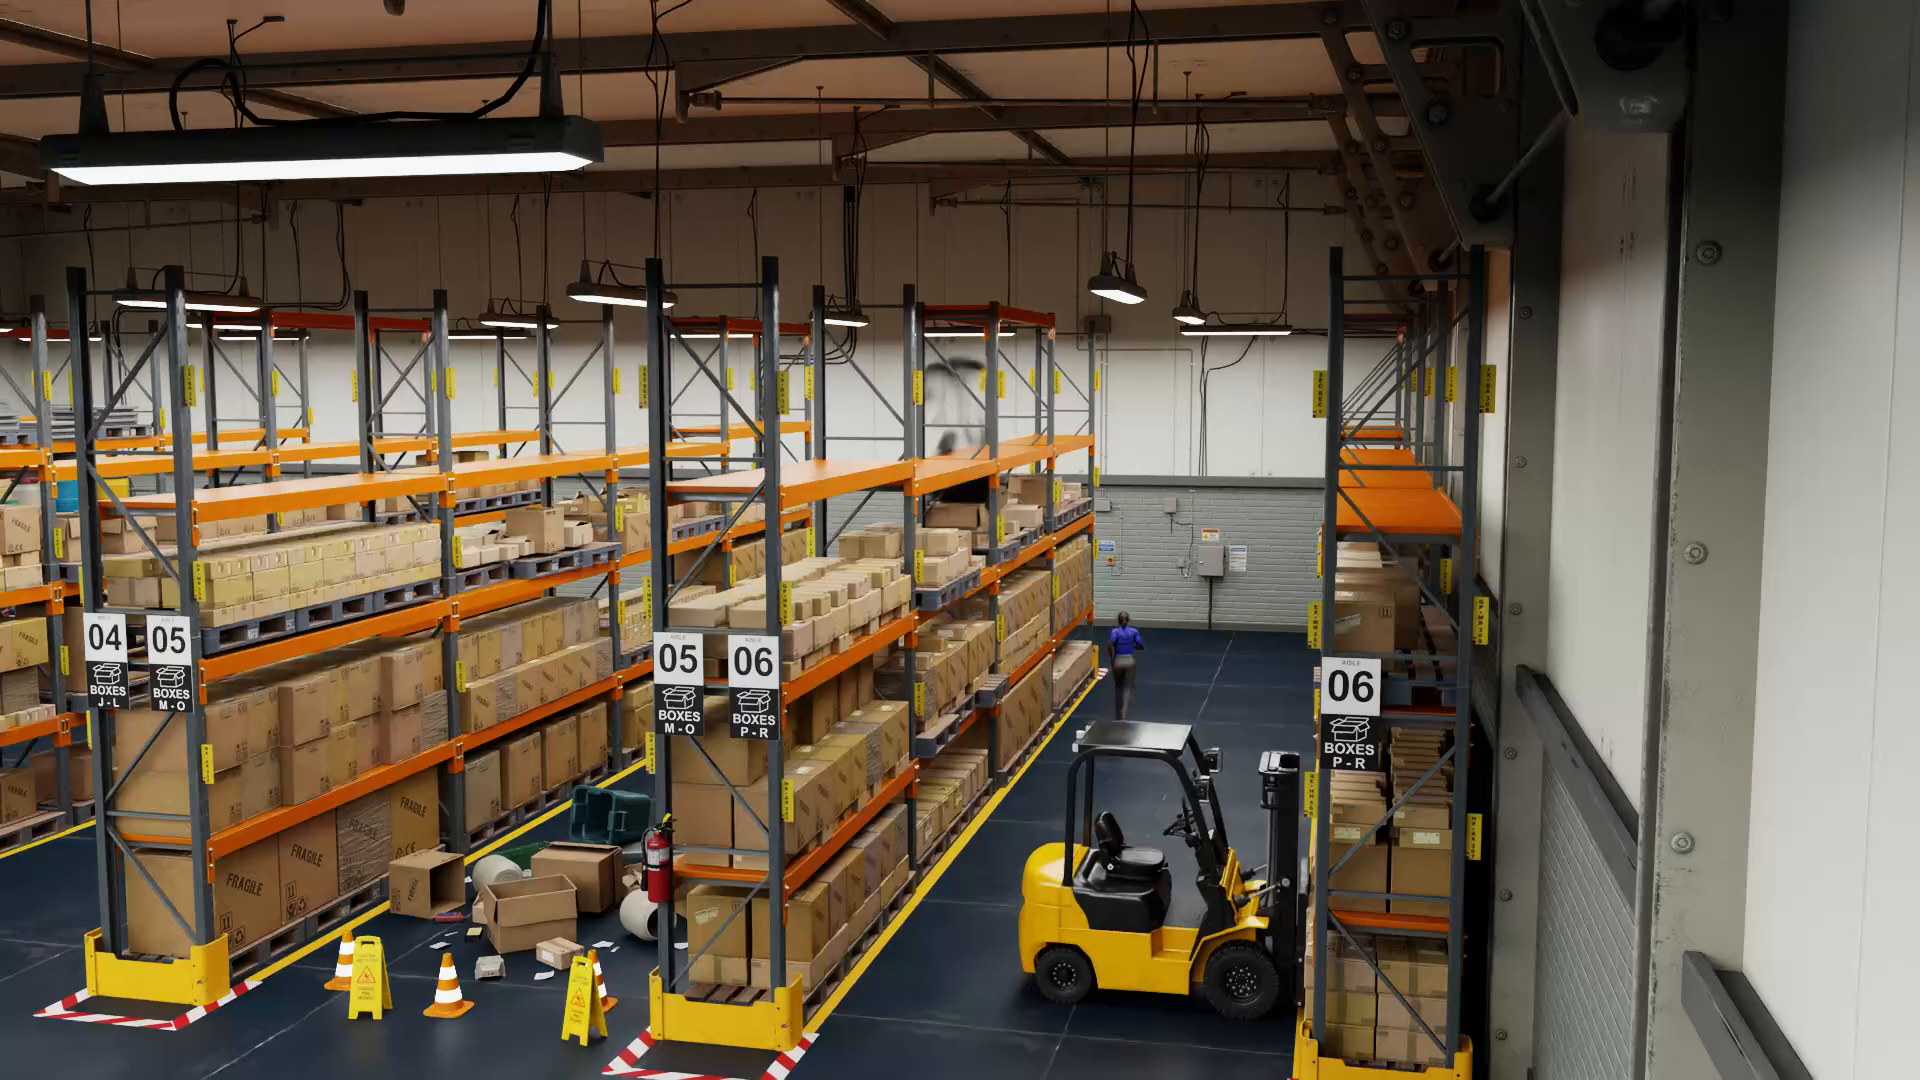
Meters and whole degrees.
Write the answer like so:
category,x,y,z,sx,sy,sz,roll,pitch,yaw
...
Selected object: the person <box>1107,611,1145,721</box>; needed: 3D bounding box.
category,x,y,z,sx,sy,sz,roll,pitch,yaw
person,2.419,1.893,24.319,0.554,1.706,0.817,1,6,5
